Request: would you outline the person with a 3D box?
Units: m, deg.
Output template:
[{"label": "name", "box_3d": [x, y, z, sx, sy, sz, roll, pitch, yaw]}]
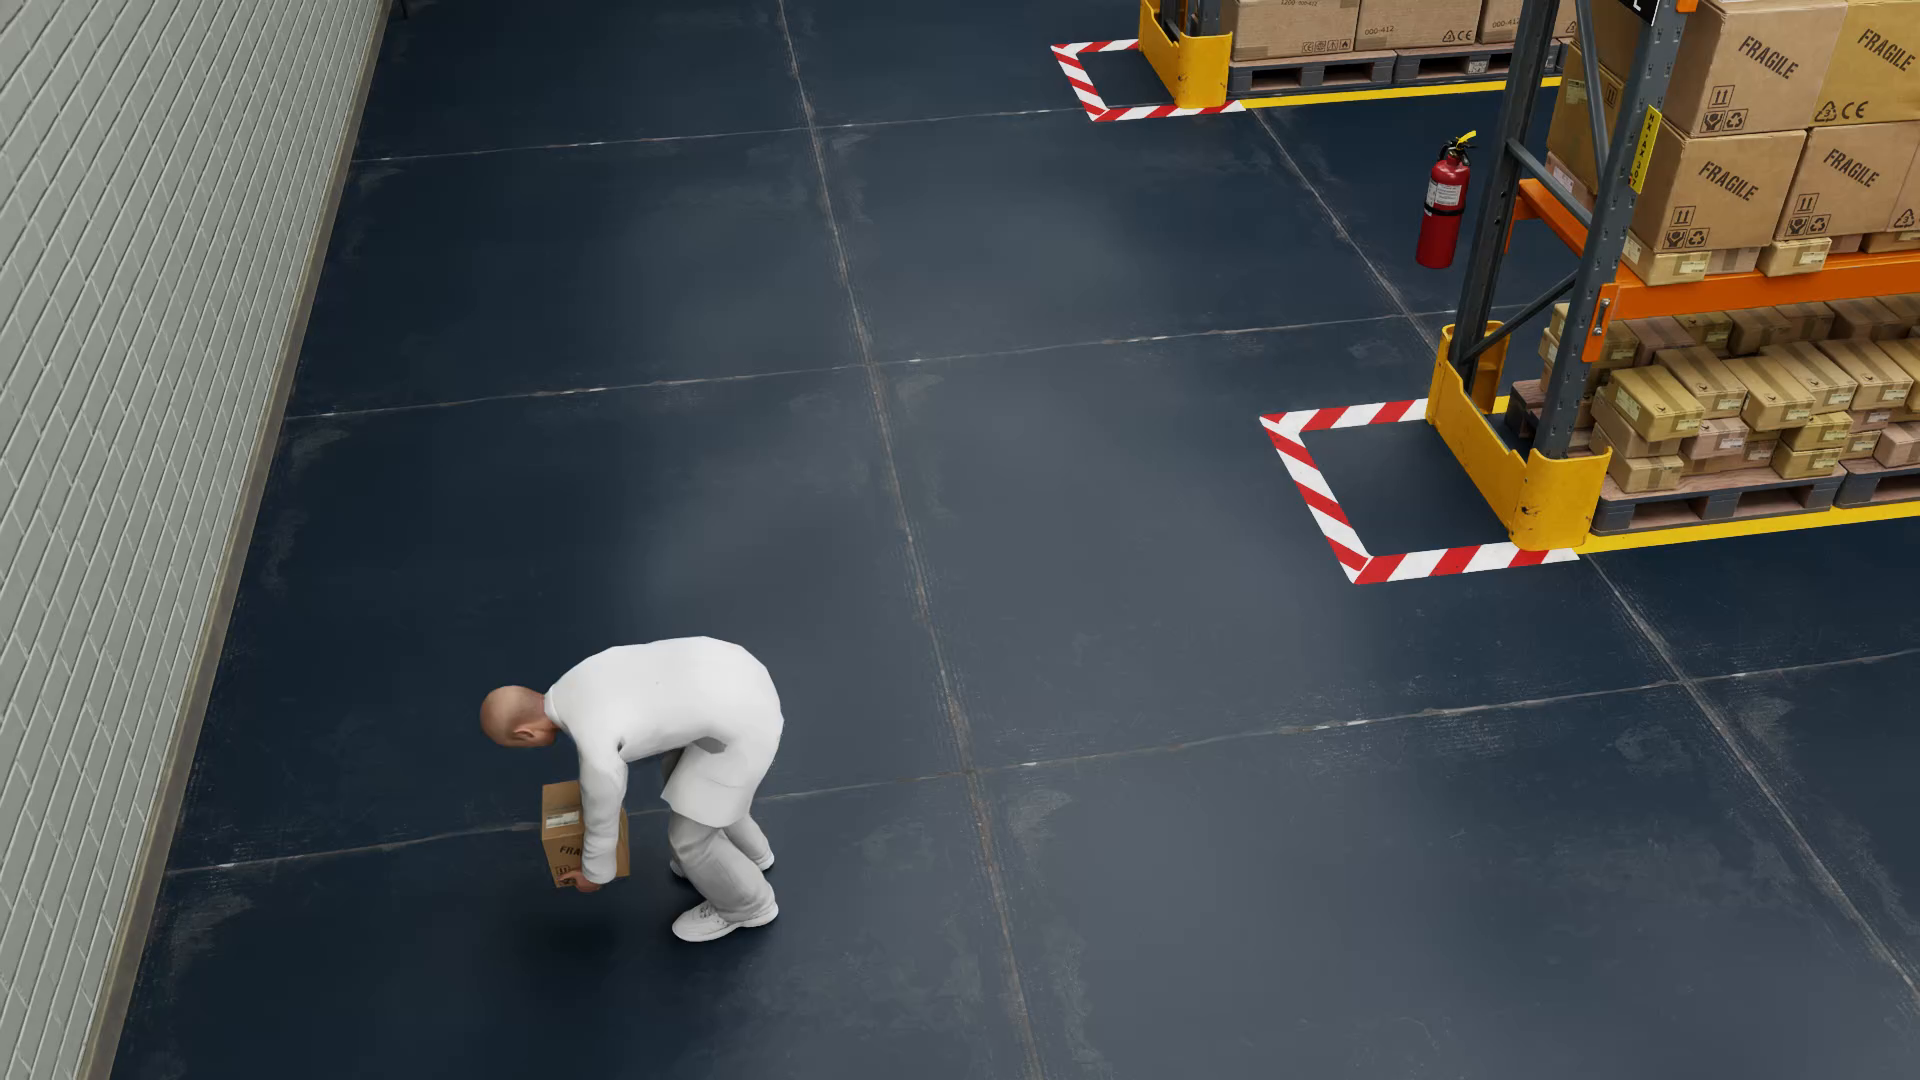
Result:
[{"label": "person", "box_3d": [-1.052, 0.854, 5.595, 0.948, 1.140, 0.568, -8, 39, -10]}]
